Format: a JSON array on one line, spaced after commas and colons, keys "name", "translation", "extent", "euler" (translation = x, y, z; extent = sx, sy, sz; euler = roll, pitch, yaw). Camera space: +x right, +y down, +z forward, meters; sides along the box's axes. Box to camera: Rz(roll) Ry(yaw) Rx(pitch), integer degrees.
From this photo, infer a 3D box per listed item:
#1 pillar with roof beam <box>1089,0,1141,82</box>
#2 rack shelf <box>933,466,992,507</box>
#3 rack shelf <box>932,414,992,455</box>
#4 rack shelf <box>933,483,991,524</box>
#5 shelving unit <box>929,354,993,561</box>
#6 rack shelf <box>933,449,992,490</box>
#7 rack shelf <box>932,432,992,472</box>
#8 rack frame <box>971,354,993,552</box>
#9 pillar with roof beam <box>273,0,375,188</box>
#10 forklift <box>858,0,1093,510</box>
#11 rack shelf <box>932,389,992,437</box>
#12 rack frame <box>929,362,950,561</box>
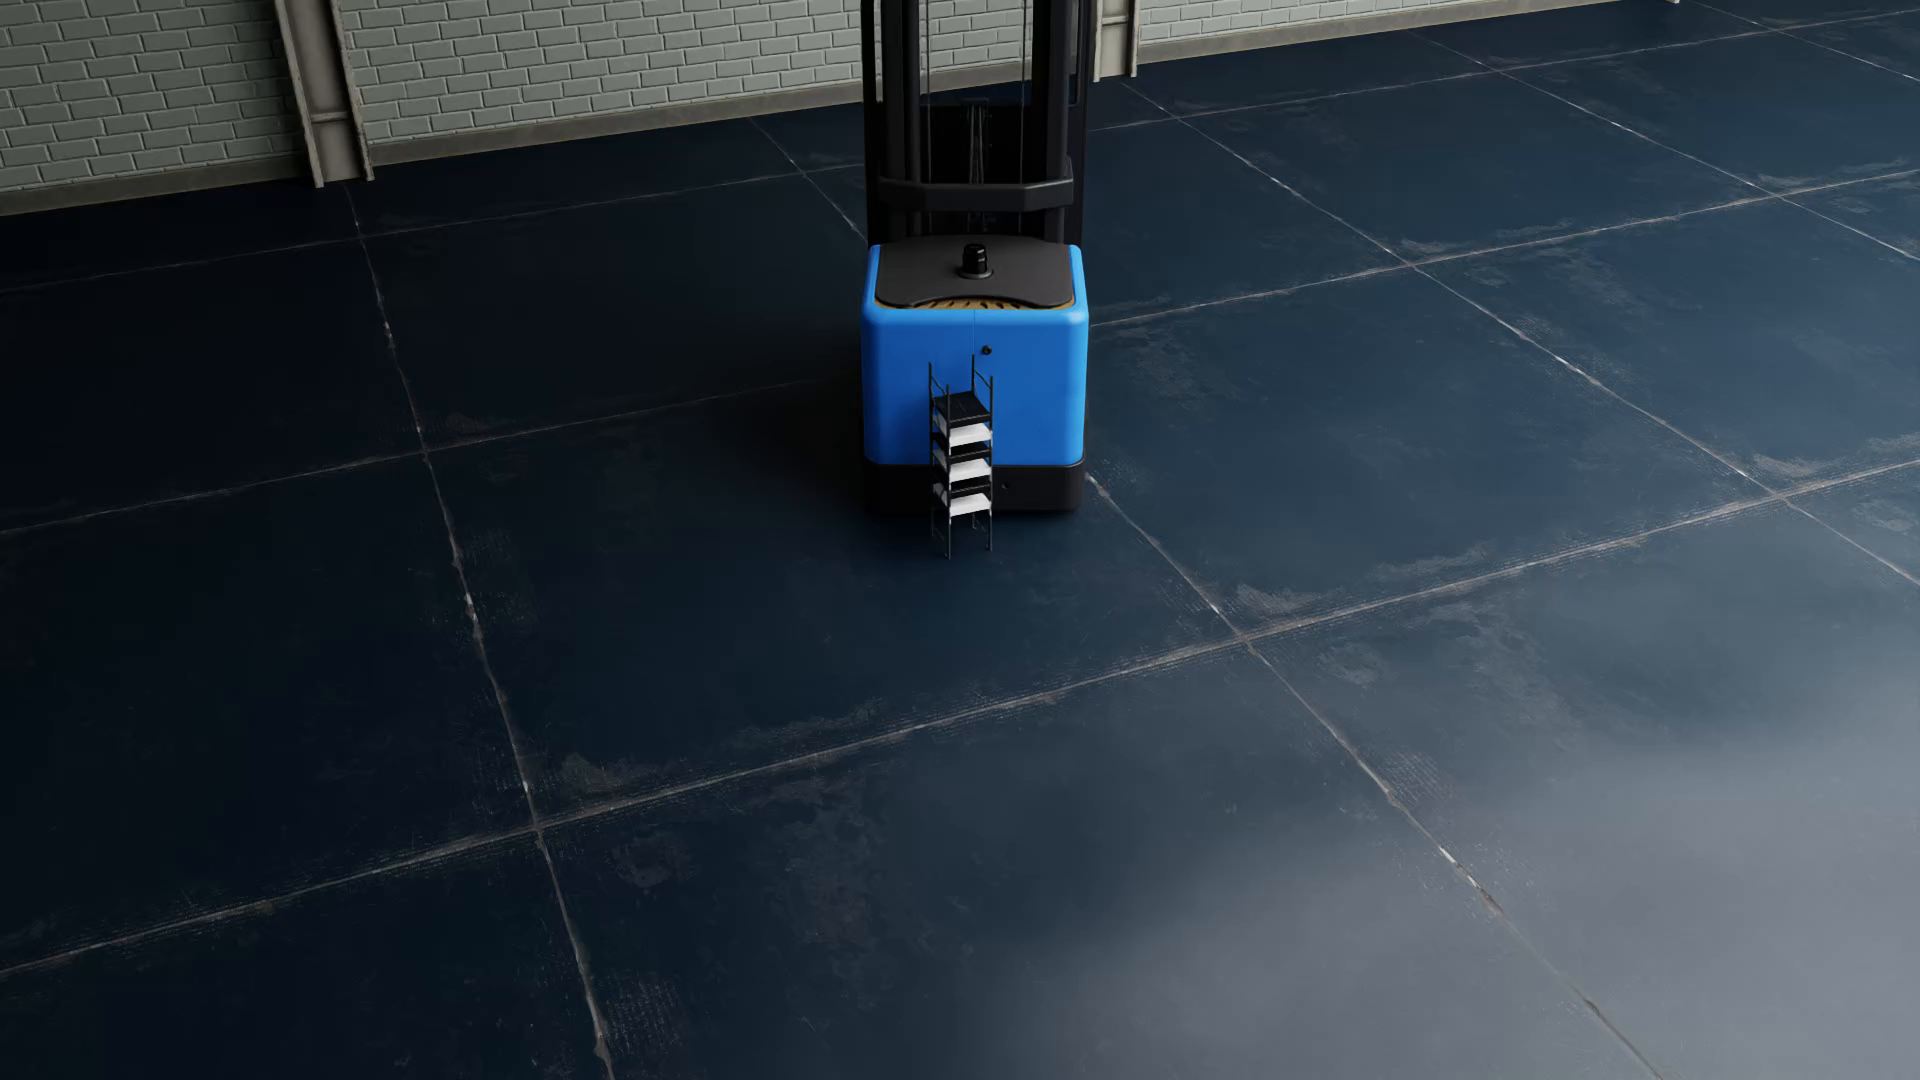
[{"name": "pillar with roof beam", "translation": [2.867, -5.426, 7.838], "extent": [0.400, 9.000, 9.100], "euler": [-13, 35, -19]}, {"name": "rack shelf", "translation": [0.003, -0.261, 7.552], "extent": [0.200, 0.077, 0.258], "euler": [-12, 35, -18]}, {"name": "rack shelf", "translation": [0.003, -0.487, 7.405], "extent": [0.200, 0.077, 0.258], "euler": [-12, 35, -18]}, {"name": "rack shelf", "translation": [0.003, -0.186, 7.601], "extent": [0.200, 0.077, 0.258], "euler": [-12, 35, -18]}, {"name": "shelving unit", "translation": [0.003, -0.364, 7.485], "extent": [0.210, 0.900, 0.258], "euler": [-12, 35, -18]}, {"name": "rack shelf", "translation": [0.003, -0.336, 7.503], "extent": [0.200, 0.077, 0.258], "euler": [-12, 35, -18]}, {"name": "rack shelf", "translation": [0.003, -0.412, 7.454], "extent": [0.200, 0.077, 0.258], "euler": [-12, 35, -18]}, {"name": "rack frame", "translation": [0.098, -0.384, 7.516], "extent": [0.006, 0.900, 0.240], "euler": [-12, 35, -18]}, {"name": "pillar with roof beam", "translation": [-2.665, -4.159, 5.891], "extent": [0.400, 9.000, 9.100], "euler": [-13, 35, -19]}, {"name": "forklift", "translation": [0.078, -2.135, 8.344], "extent": [1.130, 2.935, 3.031], "euler": [0, 33, 0]}, {"name": "rack shelf", "translation": [0.003, -0.563, 7.356], "extent": [0.200, 0.077, 0.258], "euler": [-12, 35, -18]}, {"name": "rack frame", "translation": [-0.091, -0.344, 7.454], "extent": [0.006, 0.900, 0.240], "euler": [-12, 35, -18]}]
